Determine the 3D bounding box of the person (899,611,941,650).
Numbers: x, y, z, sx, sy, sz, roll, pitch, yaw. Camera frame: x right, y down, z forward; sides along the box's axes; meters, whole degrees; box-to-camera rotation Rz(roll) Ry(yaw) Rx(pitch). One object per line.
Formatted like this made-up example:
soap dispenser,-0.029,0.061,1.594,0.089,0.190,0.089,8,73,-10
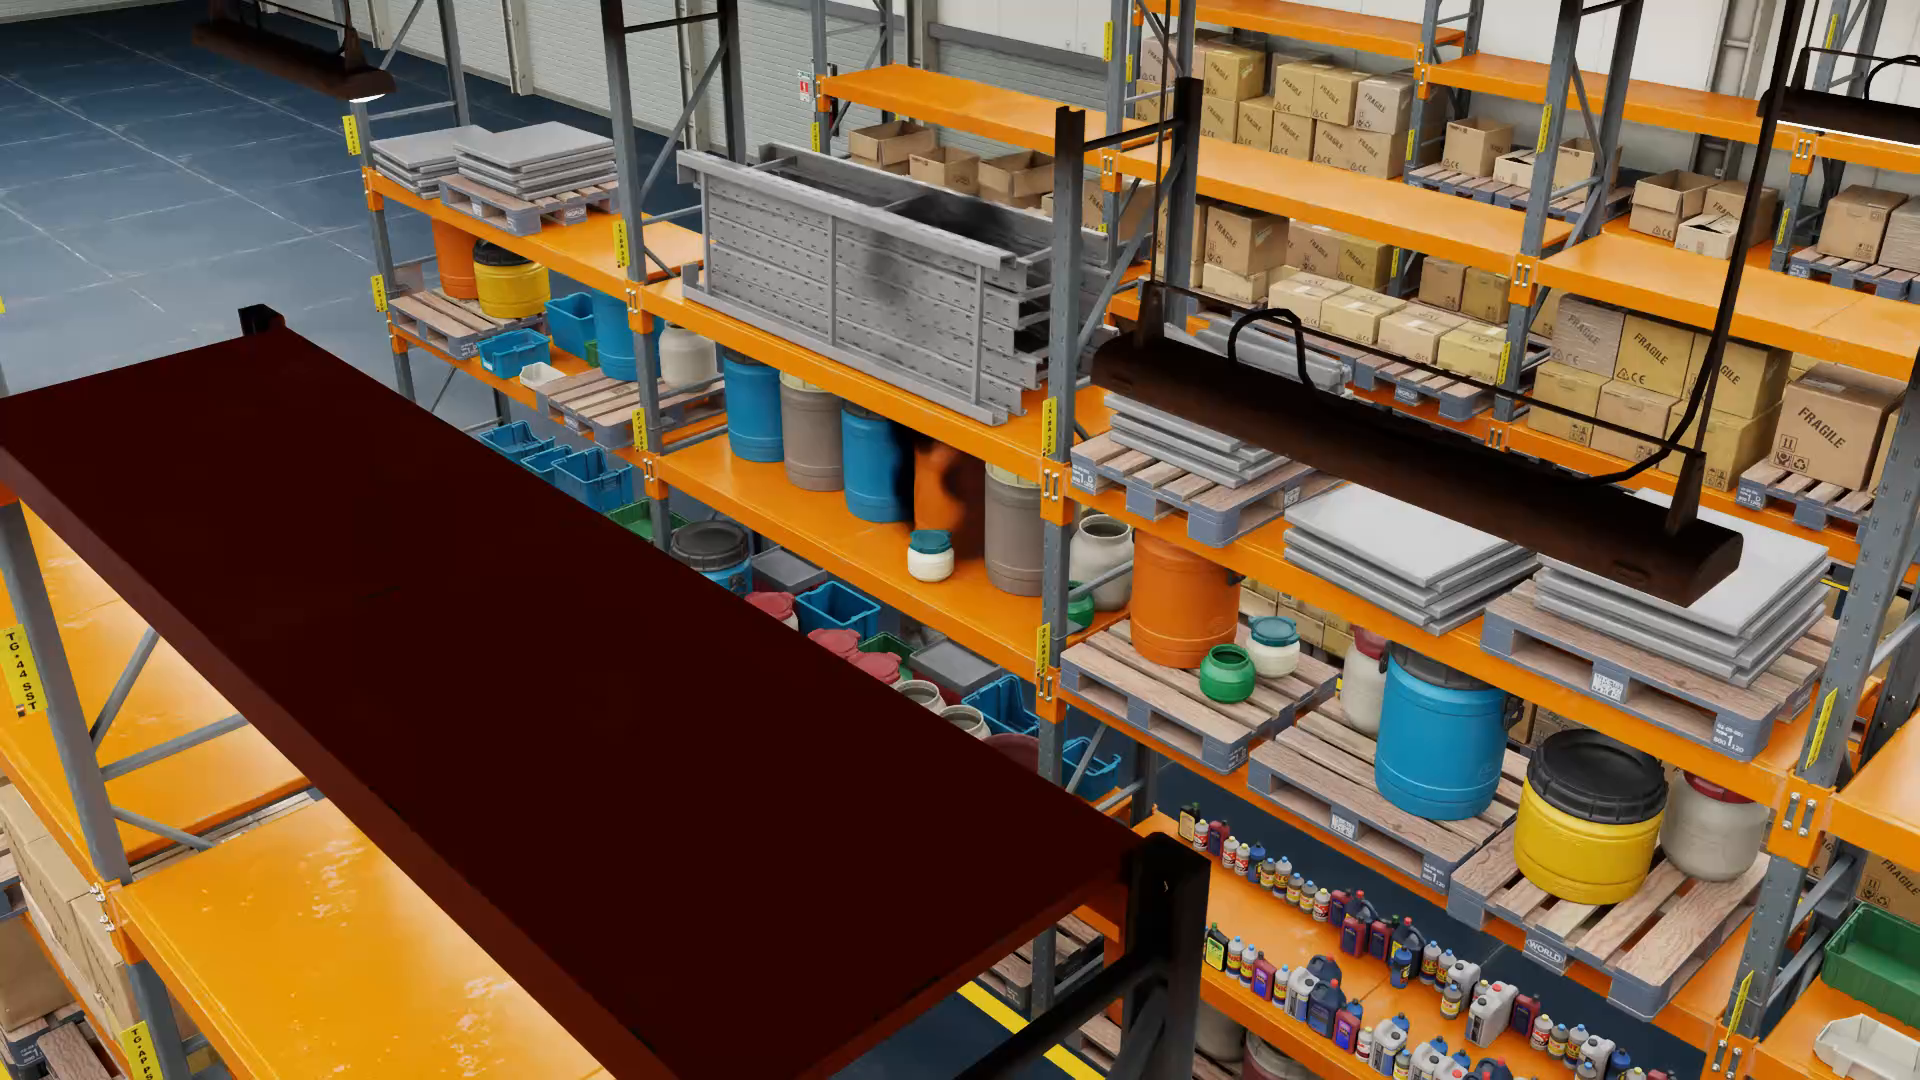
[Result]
person,-0.313,0.431,13.619,0.555,1.743,0.657,23,36,36
